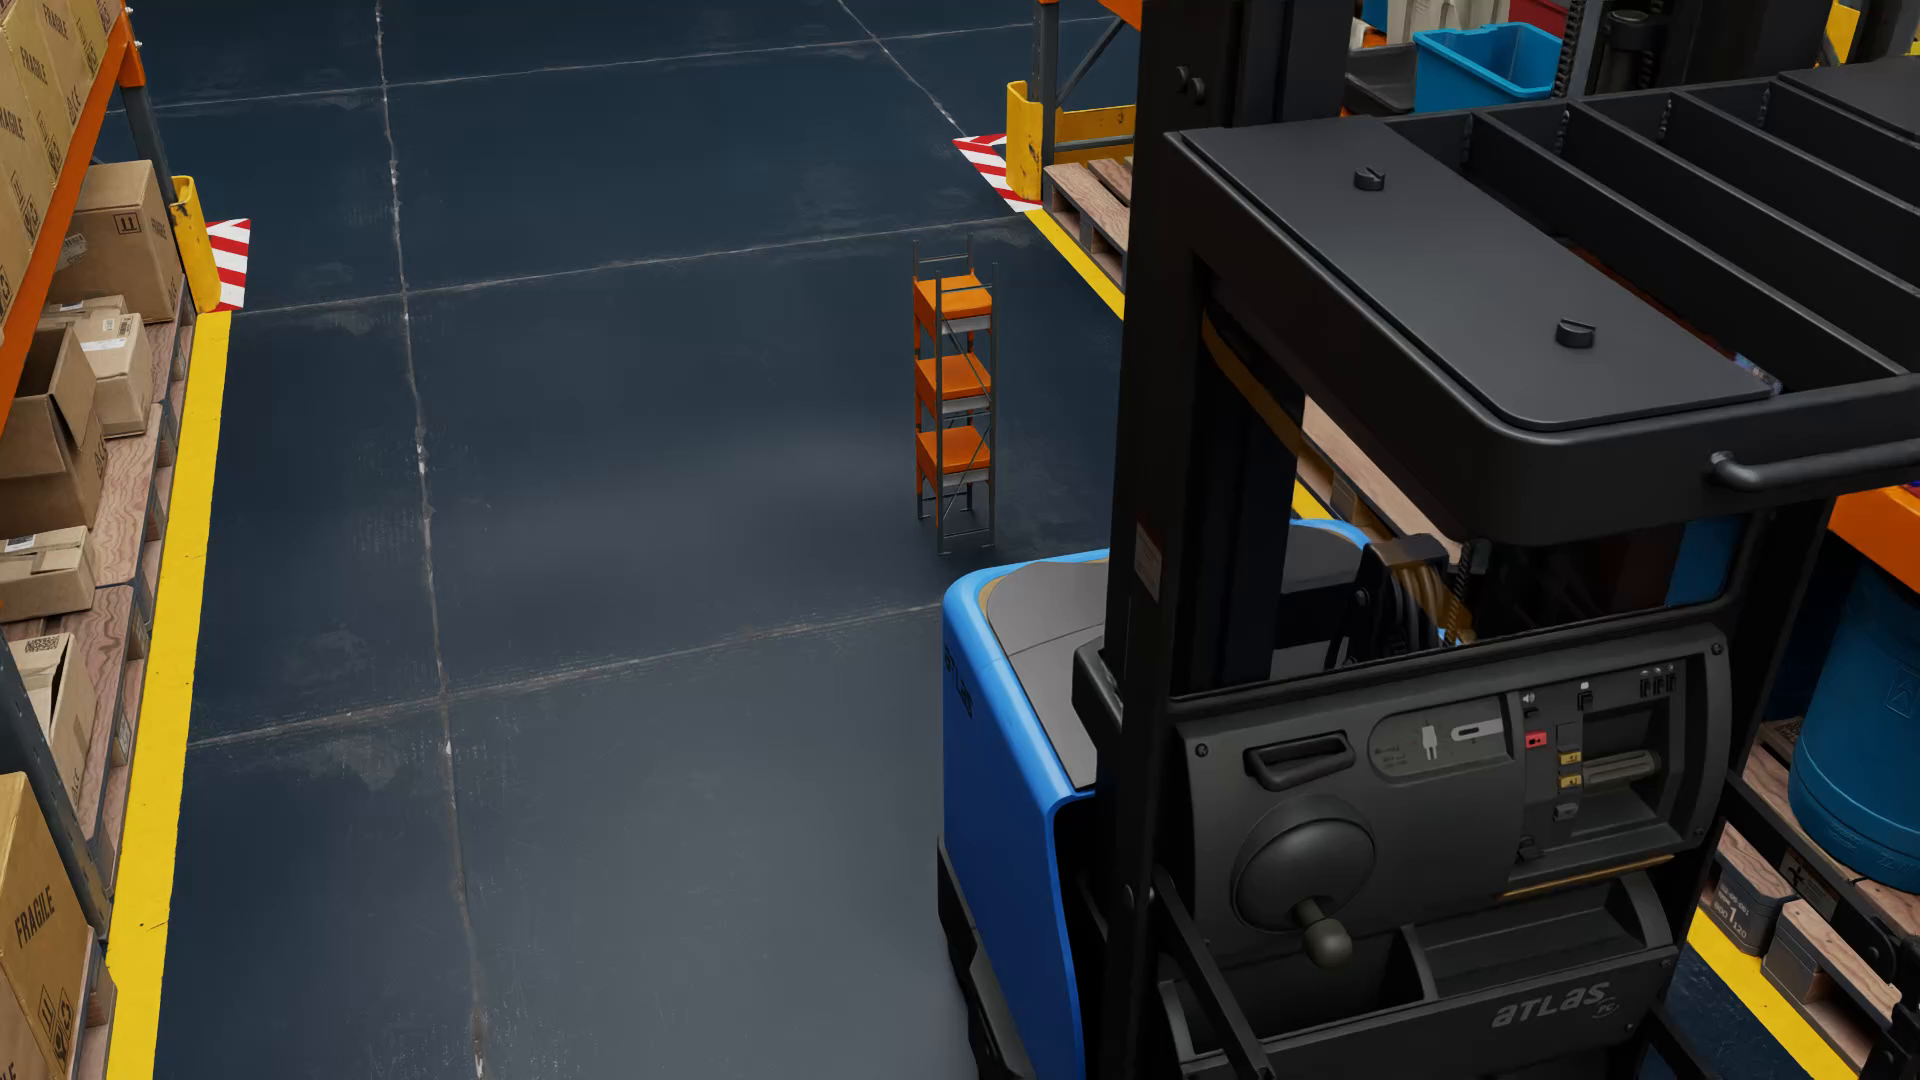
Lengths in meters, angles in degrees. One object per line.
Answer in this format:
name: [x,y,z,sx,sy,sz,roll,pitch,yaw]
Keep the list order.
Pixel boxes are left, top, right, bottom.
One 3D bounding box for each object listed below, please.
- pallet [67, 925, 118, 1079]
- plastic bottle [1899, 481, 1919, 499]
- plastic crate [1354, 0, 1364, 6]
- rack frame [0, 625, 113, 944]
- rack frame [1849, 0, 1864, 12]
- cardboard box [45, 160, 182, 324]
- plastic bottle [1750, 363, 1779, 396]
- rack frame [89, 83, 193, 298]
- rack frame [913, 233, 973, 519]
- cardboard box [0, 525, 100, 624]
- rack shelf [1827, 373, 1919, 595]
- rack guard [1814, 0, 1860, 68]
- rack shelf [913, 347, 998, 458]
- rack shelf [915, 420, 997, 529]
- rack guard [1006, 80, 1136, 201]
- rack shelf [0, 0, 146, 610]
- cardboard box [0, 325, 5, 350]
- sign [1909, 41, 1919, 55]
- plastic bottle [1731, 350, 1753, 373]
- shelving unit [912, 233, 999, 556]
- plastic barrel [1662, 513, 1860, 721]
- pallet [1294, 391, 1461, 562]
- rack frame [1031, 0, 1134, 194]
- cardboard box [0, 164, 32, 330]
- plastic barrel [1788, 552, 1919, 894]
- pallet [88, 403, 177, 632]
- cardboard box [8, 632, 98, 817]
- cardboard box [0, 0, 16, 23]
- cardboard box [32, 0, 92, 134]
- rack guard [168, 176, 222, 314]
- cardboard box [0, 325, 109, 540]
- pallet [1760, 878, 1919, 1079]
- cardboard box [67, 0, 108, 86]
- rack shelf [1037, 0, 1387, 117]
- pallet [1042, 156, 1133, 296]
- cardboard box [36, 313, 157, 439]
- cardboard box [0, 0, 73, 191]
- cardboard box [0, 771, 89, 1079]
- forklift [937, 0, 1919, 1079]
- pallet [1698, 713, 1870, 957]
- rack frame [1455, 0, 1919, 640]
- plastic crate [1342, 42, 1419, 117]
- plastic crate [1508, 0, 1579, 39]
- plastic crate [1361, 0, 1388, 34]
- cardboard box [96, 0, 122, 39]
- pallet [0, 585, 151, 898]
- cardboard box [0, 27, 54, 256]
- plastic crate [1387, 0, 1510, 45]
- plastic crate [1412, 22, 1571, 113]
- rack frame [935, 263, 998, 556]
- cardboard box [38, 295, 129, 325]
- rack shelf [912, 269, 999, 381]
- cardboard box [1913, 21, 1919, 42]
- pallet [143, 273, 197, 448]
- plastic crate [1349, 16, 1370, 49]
pallet: [-2.368,1.402,3.437,1.003,0.211,1.213,-10,35,-15]
plastic bottle: [2.043,-0.234,3.489,0.061,0.283,0.133,-10,35,-15]
plastic crate: [1.558,-2.182,6.516,0.298,0.136,0.250,-10,35,-15]
rack frame: [-2.652,-0.182,3.305,1.000,3.000,0.127,-10,35,-15]
rack frame: [5.563,-3.946,9.001,1.000,3.000,0.127,-10,35,-15]
cardboard box: [-3.472,-1.179,6.682,0.500,0.500,0.500,-10,35,-15]
plastic bottle: [1.956,-0.462,3.841,0.152,0.276,0.135,-10,35,-15]
rack frame: [-3.872,-2.282,6.483,1.000,3.000,0.127,-10,35,-15]
rack frame: [-0.054,-0.530,5.600,0.200,1.050,0.008,-10,35,-15]
cardboard box: [-2.848,0.107,5.038,0.380,0.166,0.250,-10,35,-15]
rack shelf: [2.676,0.337,3.172,1.077,0.370,4.000,-10,35,-15]
rack guard: [5.556,-2.916,9.709,1.175,0.500,0.348,-10,35,-15]
rack shelf: [-0.016,-0.457,5.509,0.215,0.259,0.240,-10,35,-15]
rack shelf: [-0.016,-0.225,5.662,0.215,0.259,0.240,-10,35,-15]
rack guard: [0.826,-2.081,8.446,1.175,0.500,0.348,-10,35,-15]
rack shelf: [-3.262,-0.932,5.092,1.077,0.370,4.000,-10,35,-15]
cardboard box: [-2.548,-0.537,3.752,0.500,0.500,0.500,-9,35,-13]
sign: [2.591,-1.220,4.625,0.100,0.325,0.005,-10,35,-15]
plastic bottle: [1.895,-0.517,3.928,0.097,0.271,0.097,0,33,0]
shelving unit: [-0.016,-0.466,5.503,0.215,1.050,0.252,-10,35,-15]
plastic barrel: [2.216,-0.025,4.589,0.600,0.901,0.708,-10,35,-15]
pallet: [1.805,-0.229,5.906,1.003,0.211,1.213,-10,35,-15]
rack frame: [0.846,-3.113,7.741,1.000,3.000,0.127,-10,35,-15]
cardboard box: [-2.707,-0.806,4.158,0.500,0.500,0.500,-9,35,-14]
plastic barrel: [2.432,0.347,4.026,0.600,0.901,0.708,-10,35,-15]
pallet: [-3.237,-0.021,5.591,1.003,0.211,1.213,-10,35,-15]
cardboard box: [-2.574,0.499,4.313,0.500,0.311,0.500,-10,35,-15]
cardboard box: [-3.001,-1.748,4.676,0.500,0.500,0.500,-9,34,-13]
cardboard box: [-3.168,-1.600,5.360,0.500,0.500,0.500,-10,35,-14]
rack guard: [-3.849,-1.200,7.112,1.175,0.500,0.348,-10,35,-15]
cardboard box: [-3.230,-0.310,5.363,0.797,0.503,0.637,-10,35,-15]
pallet: [2.638,1.204,3.737,1.003,0.211,1.213,-10,35,-15]
cardboard box: [-3.315,-1.863,5.758,0.500,0.500,0.500,-10,35,-14]
rack shelf: [1.456,-1.763,6.350,1.077,0.370,4.000,-10,35,-15]
pallet: [1.061,-1.510,7.844,1.003,0.211,1.213,-10,35,-15]
cardboard box: [-3.211,-0.571,5.988,0.500,0.250,0.500,-10,35,-15]
cardboard box: [-3.014,-1.335,4.959,0.500,0.500,0.500,-10,35,-15]
cardboard box: [-2.229,0.888,3.554,0.500,0.500,0.500,-10,35,-15]
forklift: [0.844,0.453,2.405,1.130,2.935,3.031,-9,35,-13]
pallet: [2.262,0.562,4.708,1.003,0.211,1.213,-10,35,-15]
rack frame: [2.066,-1.013,4.563,1.000,3.000,0.127,-10,35,-15]
plastic crate: [1.469,-1.466,5.443,0.437,0.125,0.590,-10,35,-15]
plastic crate: [2.033,-1.576,5.302,0.402,0.464,0.583,-10,35,-15]
plastic crate: [1.717,-2.033,6.204,0.416,0.233,0.300,-10,35,-15]
cardboard box: [-3.476,-2.135,6.169,0.500,0.500,0.500,-9,35,-13]
pallet: [-2.861,0.621,4.620,1.003,0.211,1.213,-10,35,-15]
cardboard box: [-2.858,-1.069,4.556,0.500,0.500,0.500,-10,35,-15]
plastic crate: [1.776,-1.822,5.839,0.437,0.282,0.530,-10,35,-15]
plastic crate: [1.599,-1.219,4.835,0.392,0.384,0.575,-10,35,-15]
rack frame: [0.021,-0.402,5.406,0.200,1.050,0.008,-10,35,-15]
cardboard box: [-3.434,-0.812,6.429,0.380,0.166,0.250,-10,35,-15]
rack shelf: [-0.016,-0.694,5.352,0.215,0.259,0.240,-10,35,-15]
cardboard box: [5.834,-2.912,8.983,0.875,0.875,0.875,-10,35,-15]
pallet: [-3.605,-0.661,6.558,1.003,0.211,1.213,-10,35,-15]
plastic crate: [1.249,-1.792,5.926,0.293,0.136,0.466,-10,35,-15]
